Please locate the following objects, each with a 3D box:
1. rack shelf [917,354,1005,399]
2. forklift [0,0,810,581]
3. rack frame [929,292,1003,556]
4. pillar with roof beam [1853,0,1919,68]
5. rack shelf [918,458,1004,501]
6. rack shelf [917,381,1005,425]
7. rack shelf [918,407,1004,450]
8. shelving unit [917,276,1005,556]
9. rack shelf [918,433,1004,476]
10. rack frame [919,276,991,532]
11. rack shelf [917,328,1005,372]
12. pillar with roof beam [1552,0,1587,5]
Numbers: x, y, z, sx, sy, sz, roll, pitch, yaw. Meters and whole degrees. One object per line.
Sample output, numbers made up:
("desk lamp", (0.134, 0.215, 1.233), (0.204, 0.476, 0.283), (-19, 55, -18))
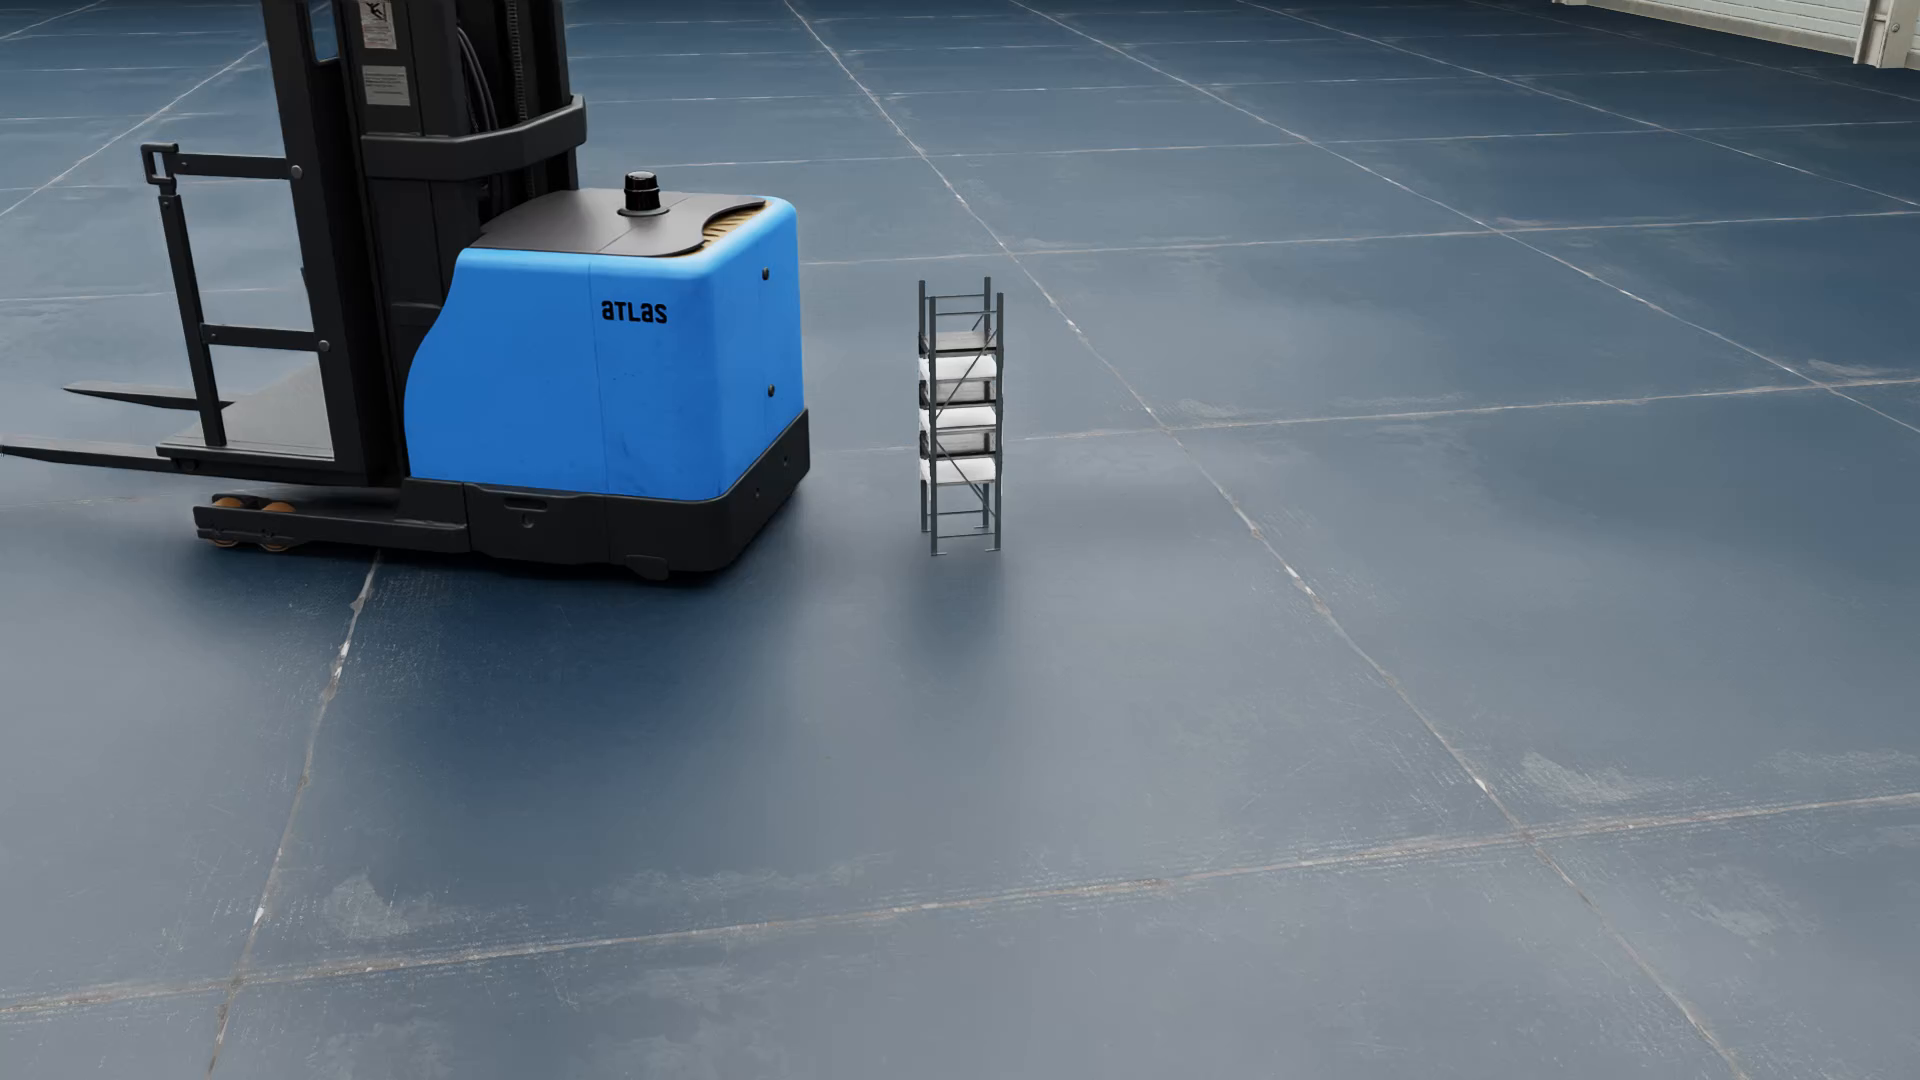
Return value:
("rack shelf", (0.001, -0.544, 5.504), (0.258, 0.077, 0.200), (-4, 24, -10))
("forklift", (-2.128, -1.501, 5.526), (3.031, 2.935, 1.130), (5, 24, 11))
("rack frame", (0.020, -0.369, 5.471), (0.240, 0.900, 0.006), (-4, 24, -10))
("pillar with roof beam", (4.955, -8.548, 14.079), (9.100, 9.000, 0.400), (-4, 24, -10))
("rack shelf", (0.001, -0.214, 5.648), (0.258, 0.077, 0.200), (-4, 24, -10))
("rack shelf", (0.001, -0.461, 5.540), (0.258, 0.077, 0.200), (-4, 24, -10))
("rack shelf", (0.001, -0.379, 5.576), (0.258, 0.077, 0.200), (-4, 24, -10))
("shelving unit", (0.001, -0.409, 5.563), (0.258, 0.900, 0.210), (-4, 24, -10))
("rack shelf", (0.001, -0.296, 5.612), (0.258, 0.077, 0.200), (-4, 24, -10))
("rack frame", (-0.017, -0.449, 5.654), (0.240, 0.900, 0.006), (-4, 24, -10))
("rack shelf", (0.001, -0.626, 5.468), (0.258, 0.077, 0.200), (-4, 24, -10))
("pillar with roof beam", (3.846, -10.908, 19.482), (9.100, 9.000, 0.400), (-4, 24, -10))
